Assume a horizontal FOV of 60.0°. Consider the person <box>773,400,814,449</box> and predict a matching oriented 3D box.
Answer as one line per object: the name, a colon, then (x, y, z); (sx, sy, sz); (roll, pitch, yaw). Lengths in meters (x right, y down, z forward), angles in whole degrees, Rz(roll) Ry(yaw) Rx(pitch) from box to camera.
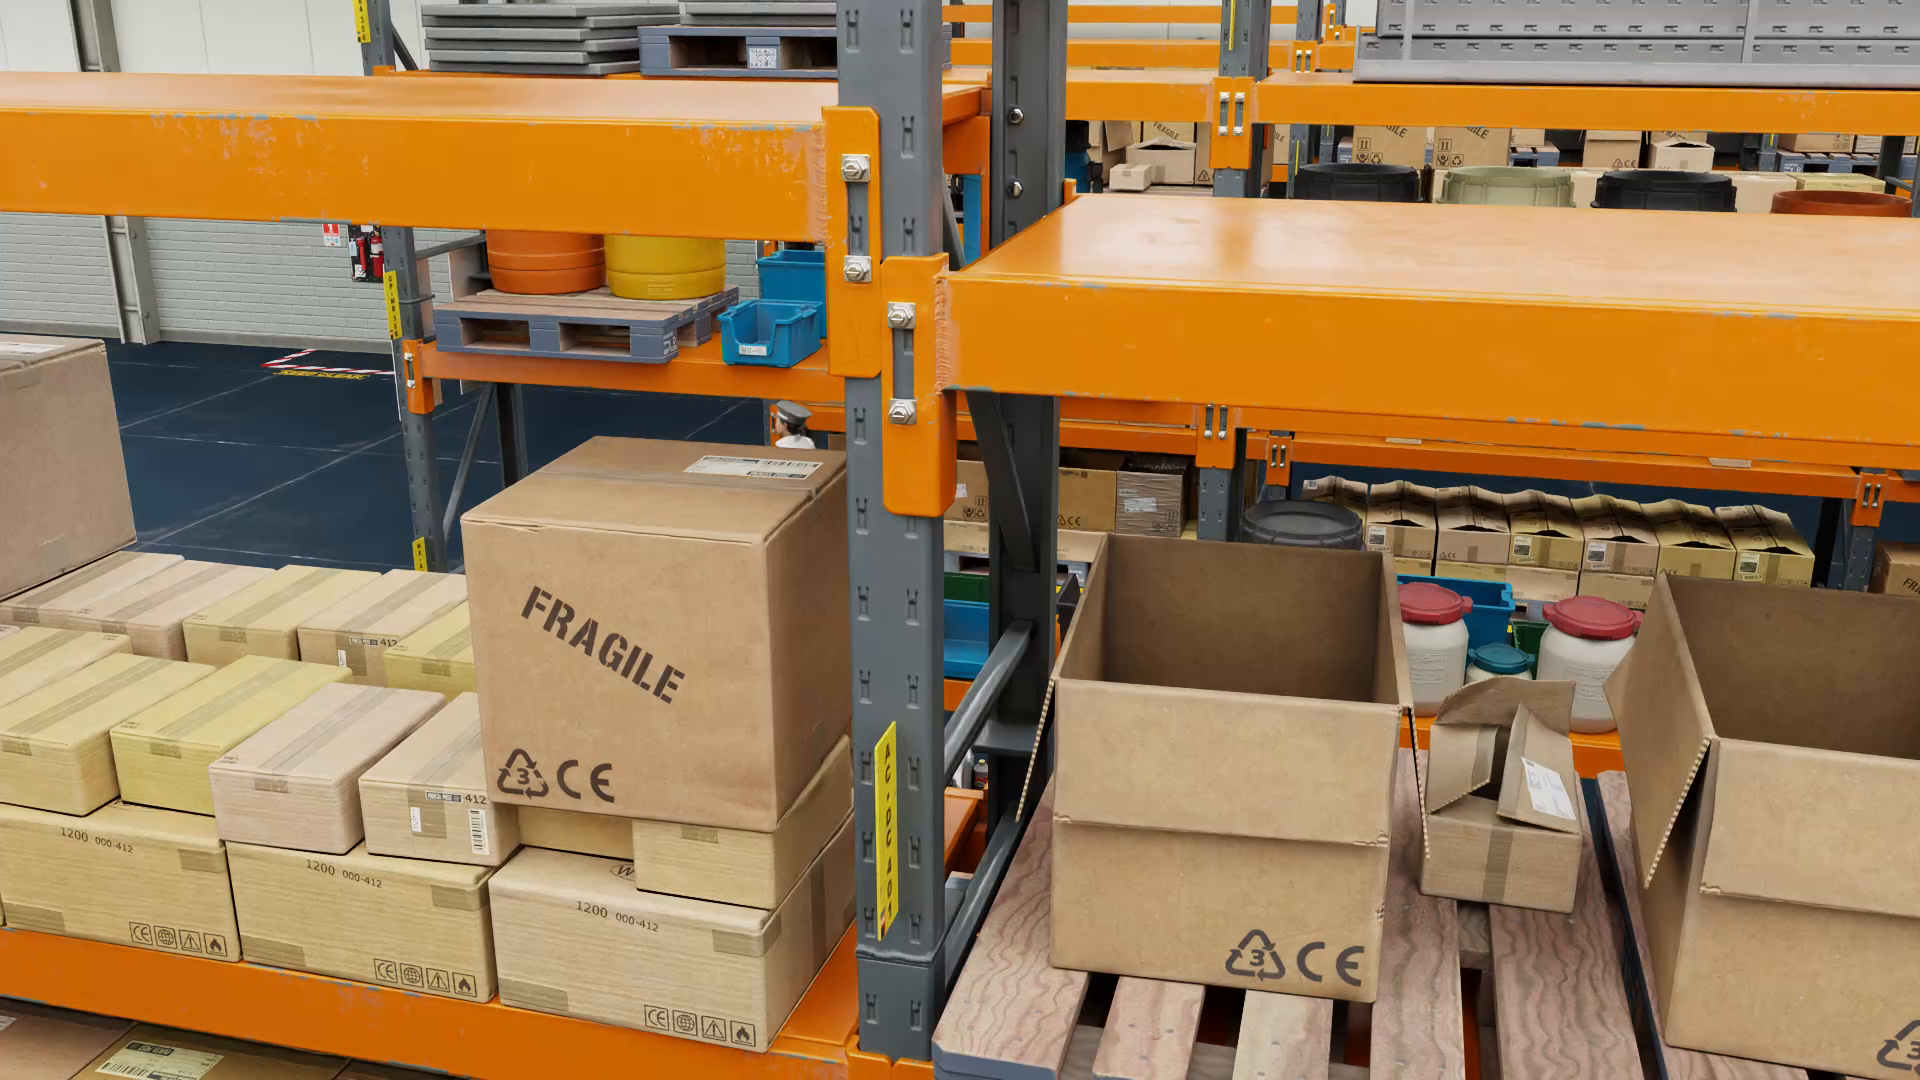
person: (-1.265, -0.160, 12.131); (0.389, 1.754, 0.611); (5, 19, 14)
